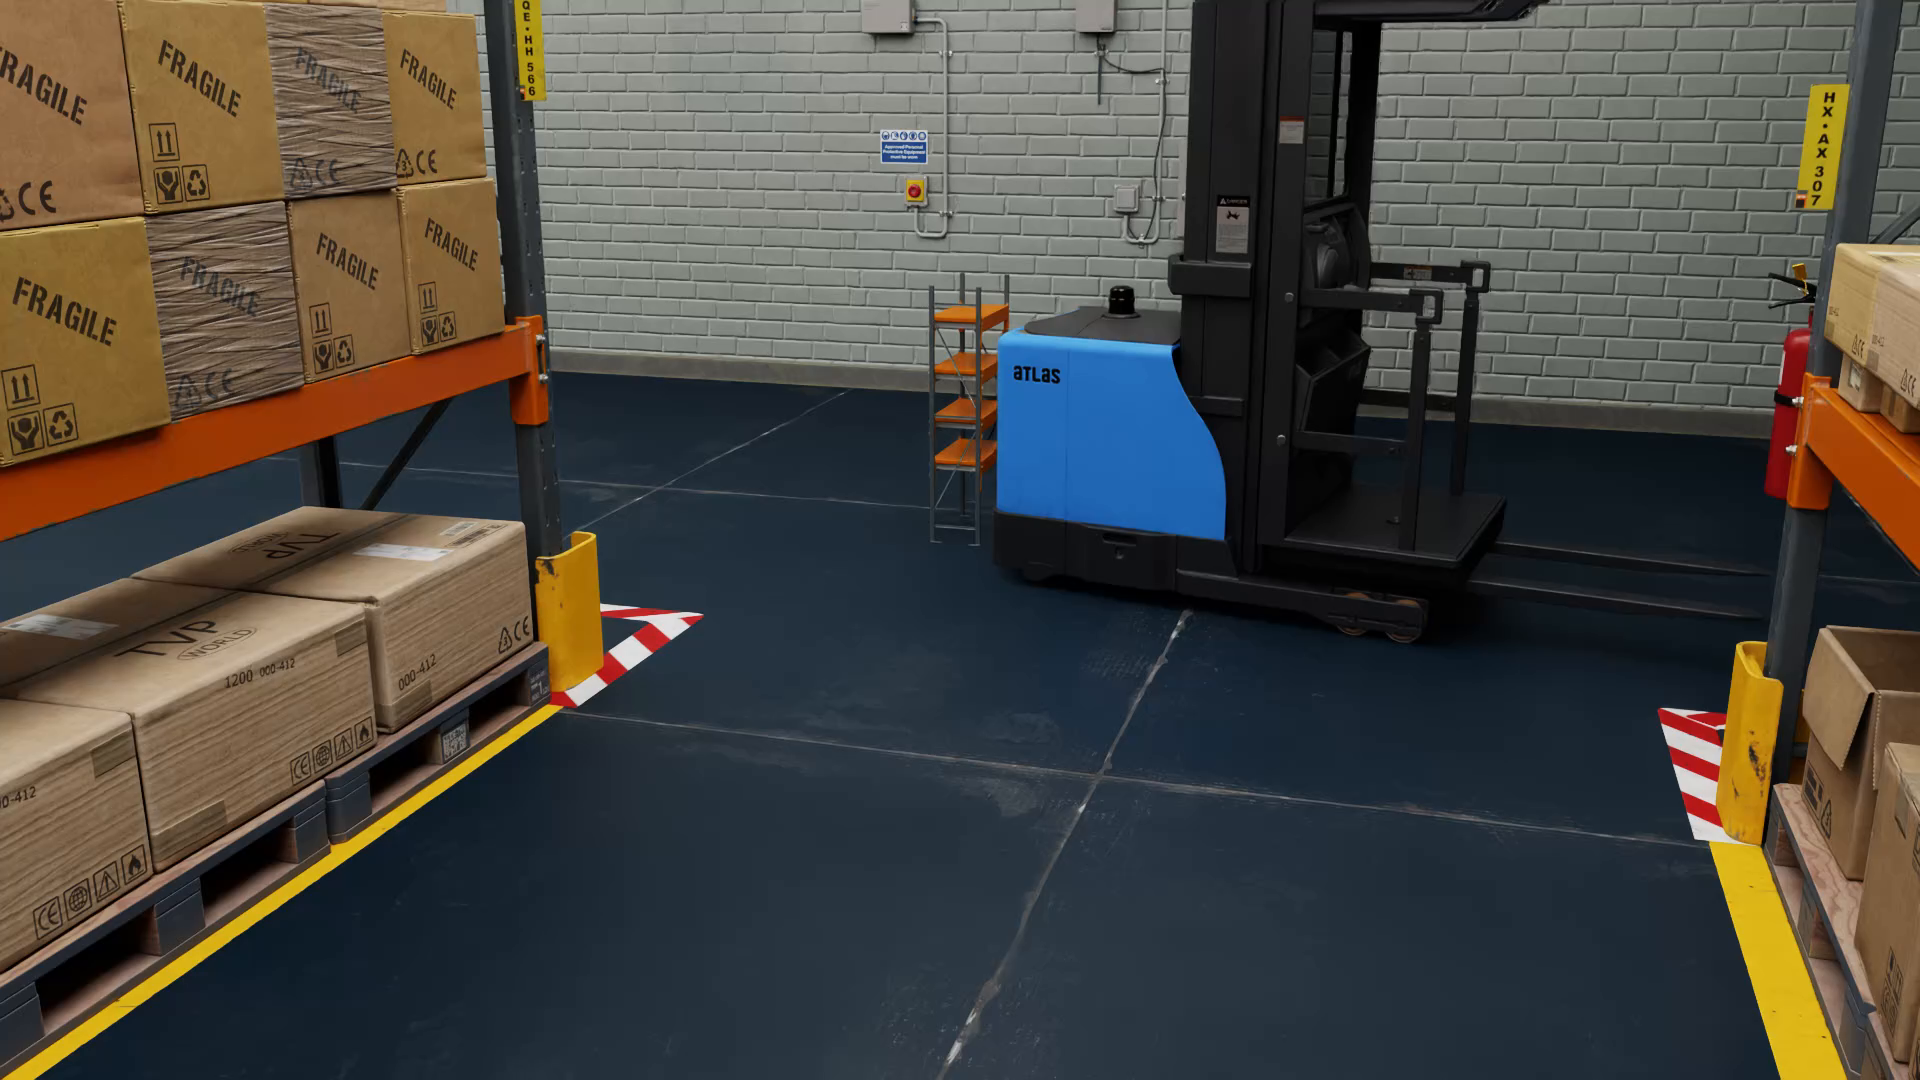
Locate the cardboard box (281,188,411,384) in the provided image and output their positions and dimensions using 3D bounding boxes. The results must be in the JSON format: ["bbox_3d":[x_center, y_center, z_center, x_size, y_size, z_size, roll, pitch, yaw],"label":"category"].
[{"bbox_3d":[-1.963,-0.751,4.796,0.500,0.500,0.500,4,16,15],"label":"cardboard box"}]

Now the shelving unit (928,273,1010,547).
[{"bbox_3d":[0.047,-0.621,7.818,0.258,1.200,0.503,5,16,16],"label":"shelving unit"}]

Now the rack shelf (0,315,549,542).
[{"bbox_3d":[-2.491,-0.110,4.039,1.077,0.370,4.000,5,16,16],"label":"rack shelf"}]

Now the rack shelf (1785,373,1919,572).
[{"bbox_3d":[2.269,0.274,2.685,1.077,0.370,4.000,5,16,16],"label":"rack shelf"}]

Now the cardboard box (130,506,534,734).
[{"bbox_3d":[-2.015,0.232,5.442,0.875,0.438,0.875,4,16,14],"label":"cardboard box"}]

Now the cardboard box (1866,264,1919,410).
[{"bbox_3d":[2.307,-0.437,3.602,0.500,0.250,0.500,5,17,16],"label":"cardboard box"}]

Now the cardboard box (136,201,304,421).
[{"bbox_3d":[-2.100,-0.615,4.318,0.500,0.500,0.500,5,17,17],"label":"cardboard box"}]

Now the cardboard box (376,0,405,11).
[{"bbox_3d":[-1.882,-1.643,4.920,0.380,0.149,0.250,5,17,17],"label":"cardboard box"}]

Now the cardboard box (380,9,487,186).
[{"bbox_3d":[-1.832,-1.364,5.125,0.500,0.500,0.500,5,17,18],"label":"cardboard box"}]

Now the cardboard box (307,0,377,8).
[{"bbox_3d":[-1.875,-1.569,4.659,0.380,0.149,0.250,4,16,15],"label":"cardboard box"}]

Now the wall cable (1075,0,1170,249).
[{"bbox_3d":[1.020,-2.838,10.477,0.588,1.984,0.122,5,16,16],"label":"wall cable"}]

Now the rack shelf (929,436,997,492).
[{"bbox_3d":[0.047,-0.365,7.891,0.258,0.148,0.480,5,16,16],"label":"rack shelf"}]

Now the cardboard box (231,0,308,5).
[{"bbox_3d":[-1.986,-1.506,4.438,0.380,0.149,0.250,5,17,17],"label":"cardboard box"}]

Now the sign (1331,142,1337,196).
[{"bbox_3d":[2.162,-2.226,10.353,0.329,0.494,0.001,5,16,16],"label":"sign"}]

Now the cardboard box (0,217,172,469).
[{"bbox_3d":[-2.234,-0.479,3.839,0.500,0.500,0.500,5,17,18],"label":"cardboard box"}]

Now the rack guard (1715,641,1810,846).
[{"bbox_3d":[2.816,0.627,4.703,1.175,0.500,0.348,5,16,16],"label":"rack guard"}]

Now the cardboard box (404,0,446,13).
[{"bbox_3d":[-1.833,-1.711,5.161,0.380,0.149,0.250,5,17,17],"label":"cardboard box"}]

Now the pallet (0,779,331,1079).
[{"bbox_3d":[-2.424,0.896,4.285,1.003,0.211,1.213,5,16,16],"label":"pallet"}]

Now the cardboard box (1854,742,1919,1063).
[{"bbox_3d":[2.292,0.778,3.399,0.700,0.500,0.500,5,17,18],"label":"cardboard box"}]

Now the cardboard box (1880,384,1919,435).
[{"bbox_3d":[2.453,-0.340,3.991,0.380,0.149,0.250,5,17,17],"label":"cardboard box"}]

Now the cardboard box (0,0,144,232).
[{"bbox_3d":[-2.240,-0.964,3.717,0.500,0.500,0.500,5,16,15],"label":"cardboard box"}]

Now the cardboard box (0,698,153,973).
[{"bbox_3d":[-2.525,0.707,3.764,0.875,0.438,0.875,4,16,14],"label":"cardboard box"}]

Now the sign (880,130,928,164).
[{"bbox_3d":[-0.372,-2.606,11.026,0.327,0.218,0.001,5,16,16],"label":"sign"}]

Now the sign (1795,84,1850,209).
[{"bbox_3d":[2.317,-1.054,4.462,0.100,0.325,0.005,5,16,16],"label":"sign"}]

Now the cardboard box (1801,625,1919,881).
[{"bbox_3d":[2.572,0.556,4.177,0.797,0.503,0.637,4,16,14],"label":"cardboard box"}]

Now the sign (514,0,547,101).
[{"bbox_3d":[-1.407,-1.605,5.434,0.100,0.325,0.005,5,16,16],"label":"sign"}]

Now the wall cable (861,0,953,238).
[{"bbox_3d":[-0.343,-2.960,10.850,0.585,1.953,0.123,5,16,16],"label":"wall cable"}]

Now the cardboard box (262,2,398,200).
[{"bbox_3d":[-1.952,-1.225,4.635,0.500,0.500,0.500,5,16,16],"label":"cardboard box"}]

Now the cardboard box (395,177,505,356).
[{"bbox_3d":[-1.806,-0.881,5.254,0.500,0.500,0.500,5,17,16],"label":"cardboard box"}]

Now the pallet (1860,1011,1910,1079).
[{"bbox_3d":[2.241,1.293,2.885,1.003,0.211,1.213,5,16,16],"label":"pallet"}]

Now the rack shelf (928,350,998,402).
[{"bbox_3d":[0.047,-0.771,7.776,0.258,0.148,0.480,5,16,16],"label":"rack shelf"}]

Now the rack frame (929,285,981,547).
[{"bbox_3d":[-0.022,-0.557,7.593,0.240,1.200,0.015,5,16,16],"label":"rack frame"}]

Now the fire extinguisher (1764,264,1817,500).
[{"bbox_3d":[2.436,-0.453,4.755,0.296,0.674,0.183,5,16,16],"label":"fire extinguisher"}]

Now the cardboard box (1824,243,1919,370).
[{"bbox_3d":[2.450,-0.569,4.067,0.500,0.250,0.500,5,17,16],"label":"cardboard box"}]

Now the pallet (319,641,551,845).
[{"bbox_3d":[-2.075,0.577,5.407,1.003,0.211,1.213,5,16,16],"label":"pallet"}]

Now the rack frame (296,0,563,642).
[{"bbox_3d":[-1.923,-0.979,5.785,1.000,3.000,0.127,5,16,16],"label":"rack frame"}]

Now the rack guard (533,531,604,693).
[{"bbox_3d":[-1.916,0.217,6.149,1.175,0.500,0.348,5,16,16],"label":"rack guard"}]

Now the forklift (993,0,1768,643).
[{"bbox_3d":[1.695,-1.178,6.610,3.031,2.935,1.130,8,18,26],"label":"forklift"}]

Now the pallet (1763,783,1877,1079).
[{"bbox_3d":[2.590,0.975,4.007,1.003,0.211,1.213,5,16,16],"label":"pallet"}]

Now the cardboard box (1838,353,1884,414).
[{"bbox_3d":[2.481,-0.410,4.238,0.380,0.149,0.250,4,16,15],"label":"cardboard box"}]

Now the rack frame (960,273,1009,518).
[{"bbox_3d":[0.116,-0.684,8.043,0.240,1.200,0.015,5,16,16],"label":"rack frame"}]

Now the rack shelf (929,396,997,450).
[{"bbox_3d":[0.047,-0.556,7.837,0.258,0.148,0.480,5,16,16],"label":"rack shelf"}]

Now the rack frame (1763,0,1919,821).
[{"bbox_3d":[2.837,-0.595,4.432,1.000,3.000,0.127,5,16,16],"label":"rack frame"}]

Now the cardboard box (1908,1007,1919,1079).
[{"bbox_3d":[2.046,0.909,2.939,0.500,0.500,0.500,5,17,17],"label":"cardboard box"}]

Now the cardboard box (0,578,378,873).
[{"bbox_3d":[-2.267,0.472,4.595,0.875,0.438,0.875,5,17,17],"label":"cardboard box"}]

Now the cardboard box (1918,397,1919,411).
[{"bbox_3d":[2.166,-0.304,3.133,0.500,0.250,0.500,4,16,15],"label":"cardboard box"}]

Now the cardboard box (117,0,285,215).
[{"bbox_3d":[-2.096,-1.096,4.180,0.500,0.500,0.500,5,16,16],"label":"cardboard box"}]

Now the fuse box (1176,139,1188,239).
[{"bbox_3d":[1.630,-1.636,10.460,0.539,1.711,0.414,5,16,16],"label":"fuse box"}]

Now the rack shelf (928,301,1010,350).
[{"bbox_3d":[0.047,-0.999,7.711,0.258,0.148,0.480,5,16,16],"label":"rack shelf"}]
